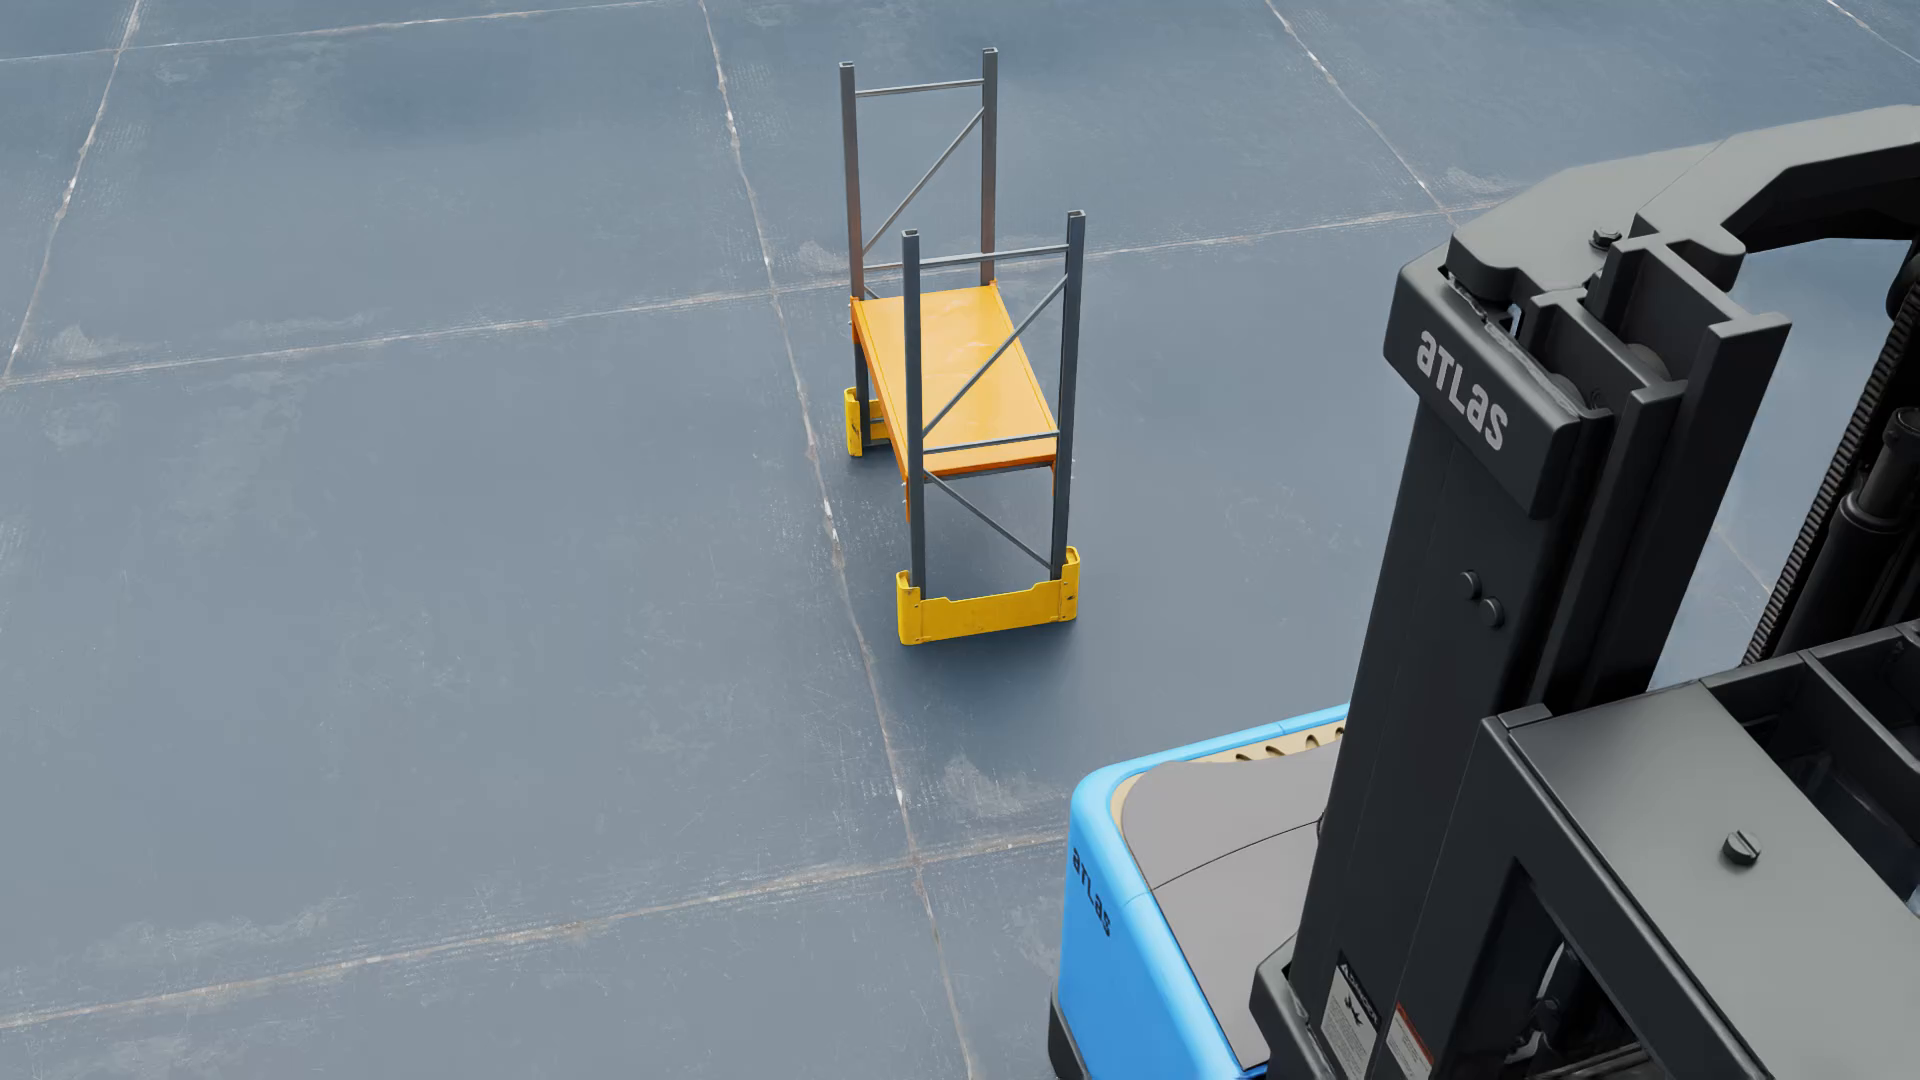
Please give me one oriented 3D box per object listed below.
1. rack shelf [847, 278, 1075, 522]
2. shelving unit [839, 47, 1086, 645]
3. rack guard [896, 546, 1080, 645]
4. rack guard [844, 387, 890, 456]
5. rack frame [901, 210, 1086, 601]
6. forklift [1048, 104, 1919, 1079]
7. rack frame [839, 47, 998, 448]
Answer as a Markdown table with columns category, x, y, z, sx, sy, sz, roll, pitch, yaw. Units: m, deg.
| category | x | y | z | sx | sy | sz | roll | pitch | yaw |
| --- | --- | --- | --- | --- | --- | --- | --- | --- | --- |
| rack shelf | -0.018 | -0.482 | 5.434 | 0.538 | 0.185 | 1.000 | -8 | 42 | -9 |
| shelving unit | -0.016 | -0.610 | 5.308 | 0.587 | 1.500 | 1.083 | -8 | 42 | -9 |
| rack guard | 0.091 | 0.180 | 5.359 | 0.587 | 0.250 | 0.087 | -8 | 42 | -9 |
| rack guard | -0.124 | -0.466 | 6.086 | 0.587 | 0.250 | 0.087 | -8 | 42 | -9 |
| rack frame | 0.091 | -0.287 | 4.943 | 0.500 | 1.500 | 0.032 | -8 | 42 | -9 |
| forklift | 1.169 | 1.039 | 2.372 | 1.130 | 2.935 | 3.031 | -12 | 43 | -14 |
| rack frame | -0.128 | -0.946 | 5.686 | 0.500 | 1.500 | 0.032 | -8 | 42 | -9 |
